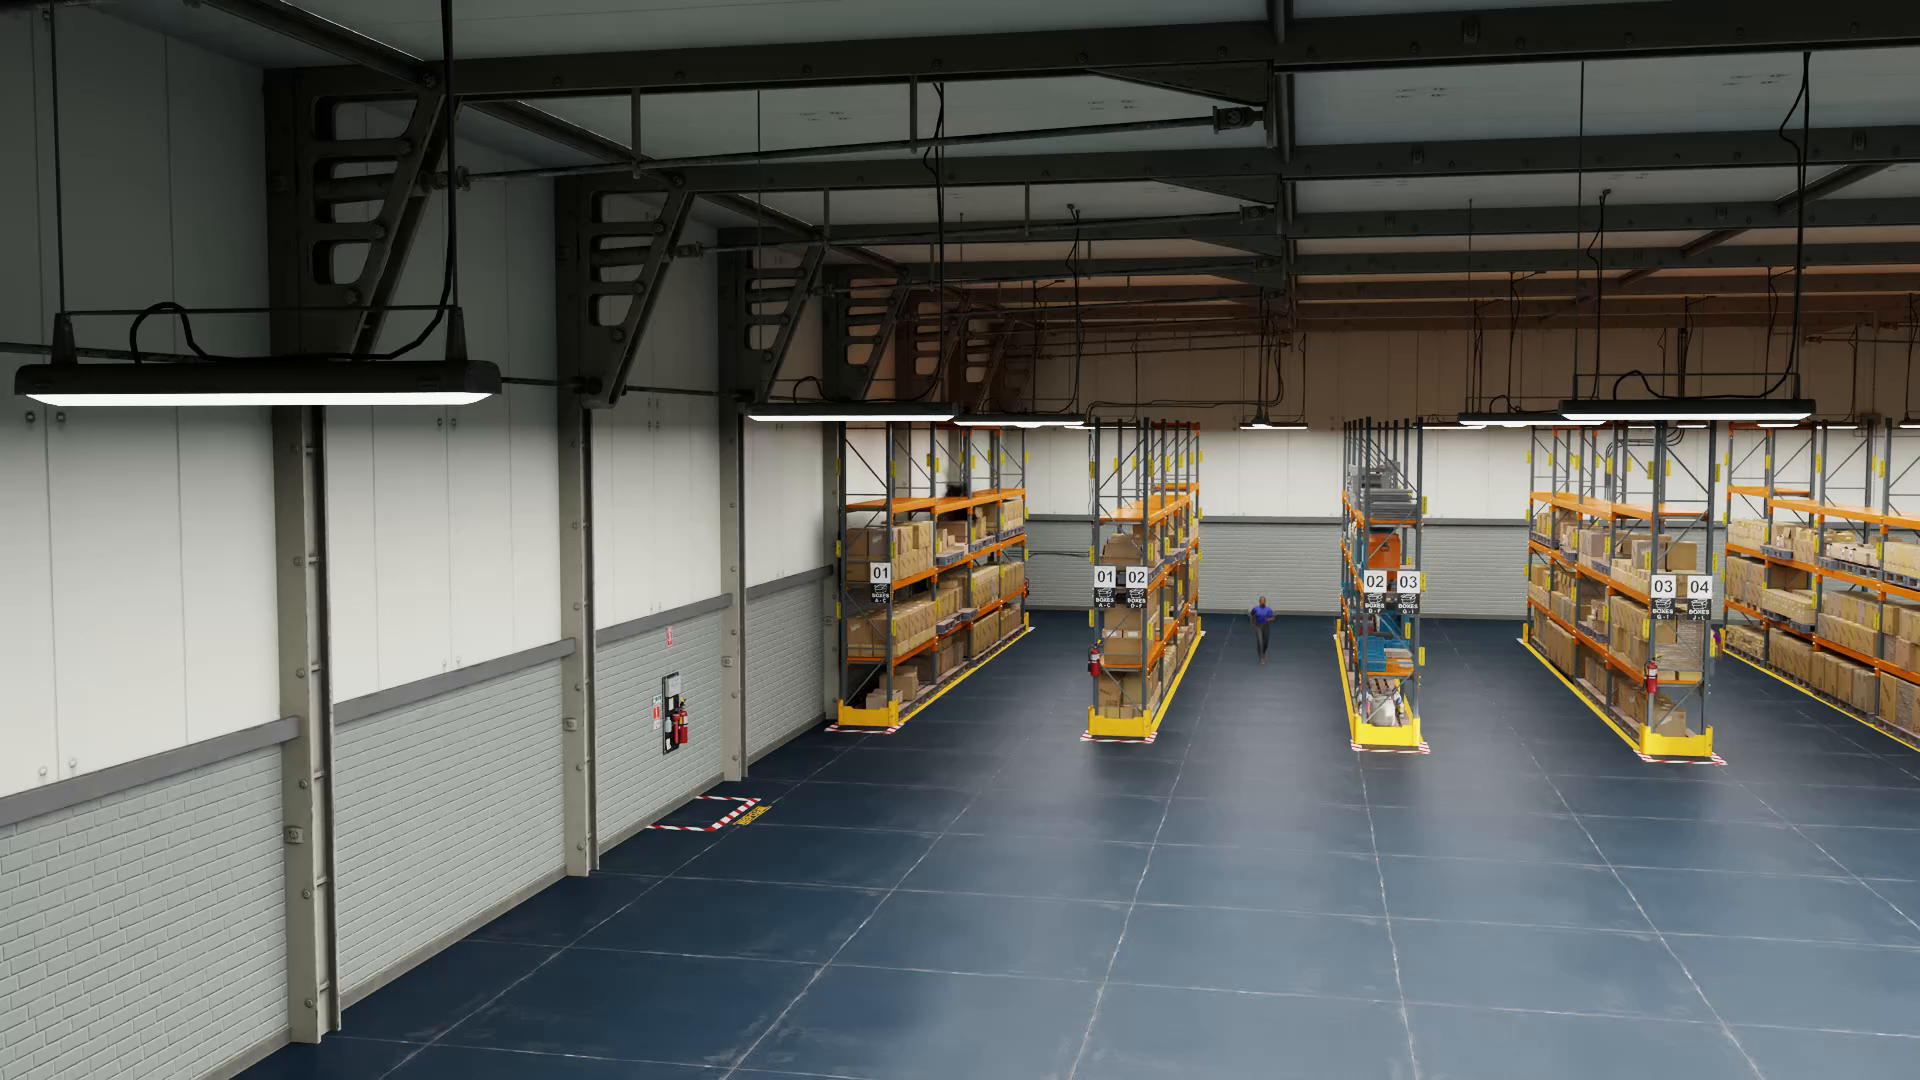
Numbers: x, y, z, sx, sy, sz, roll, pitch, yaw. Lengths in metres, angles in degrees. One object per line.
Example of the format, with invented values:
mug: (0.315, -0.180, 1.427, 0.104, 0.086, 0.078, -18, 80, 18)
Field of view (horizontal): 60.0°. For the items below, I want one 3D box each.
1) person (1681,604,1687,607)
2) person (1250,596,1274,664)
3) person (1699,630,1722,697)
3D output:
person: (18.672, 2.135, 42.953, 0.601, 1.608, 0.525, 1, 4, 13)
person: (7.480, 2.209, 41.150, 0.576, 1.640, 0.892, 0, 4, 4)
person: (16.085, 2.528, 35.978, 0.749, 1.724, 0.623, 0, 4, 6)
